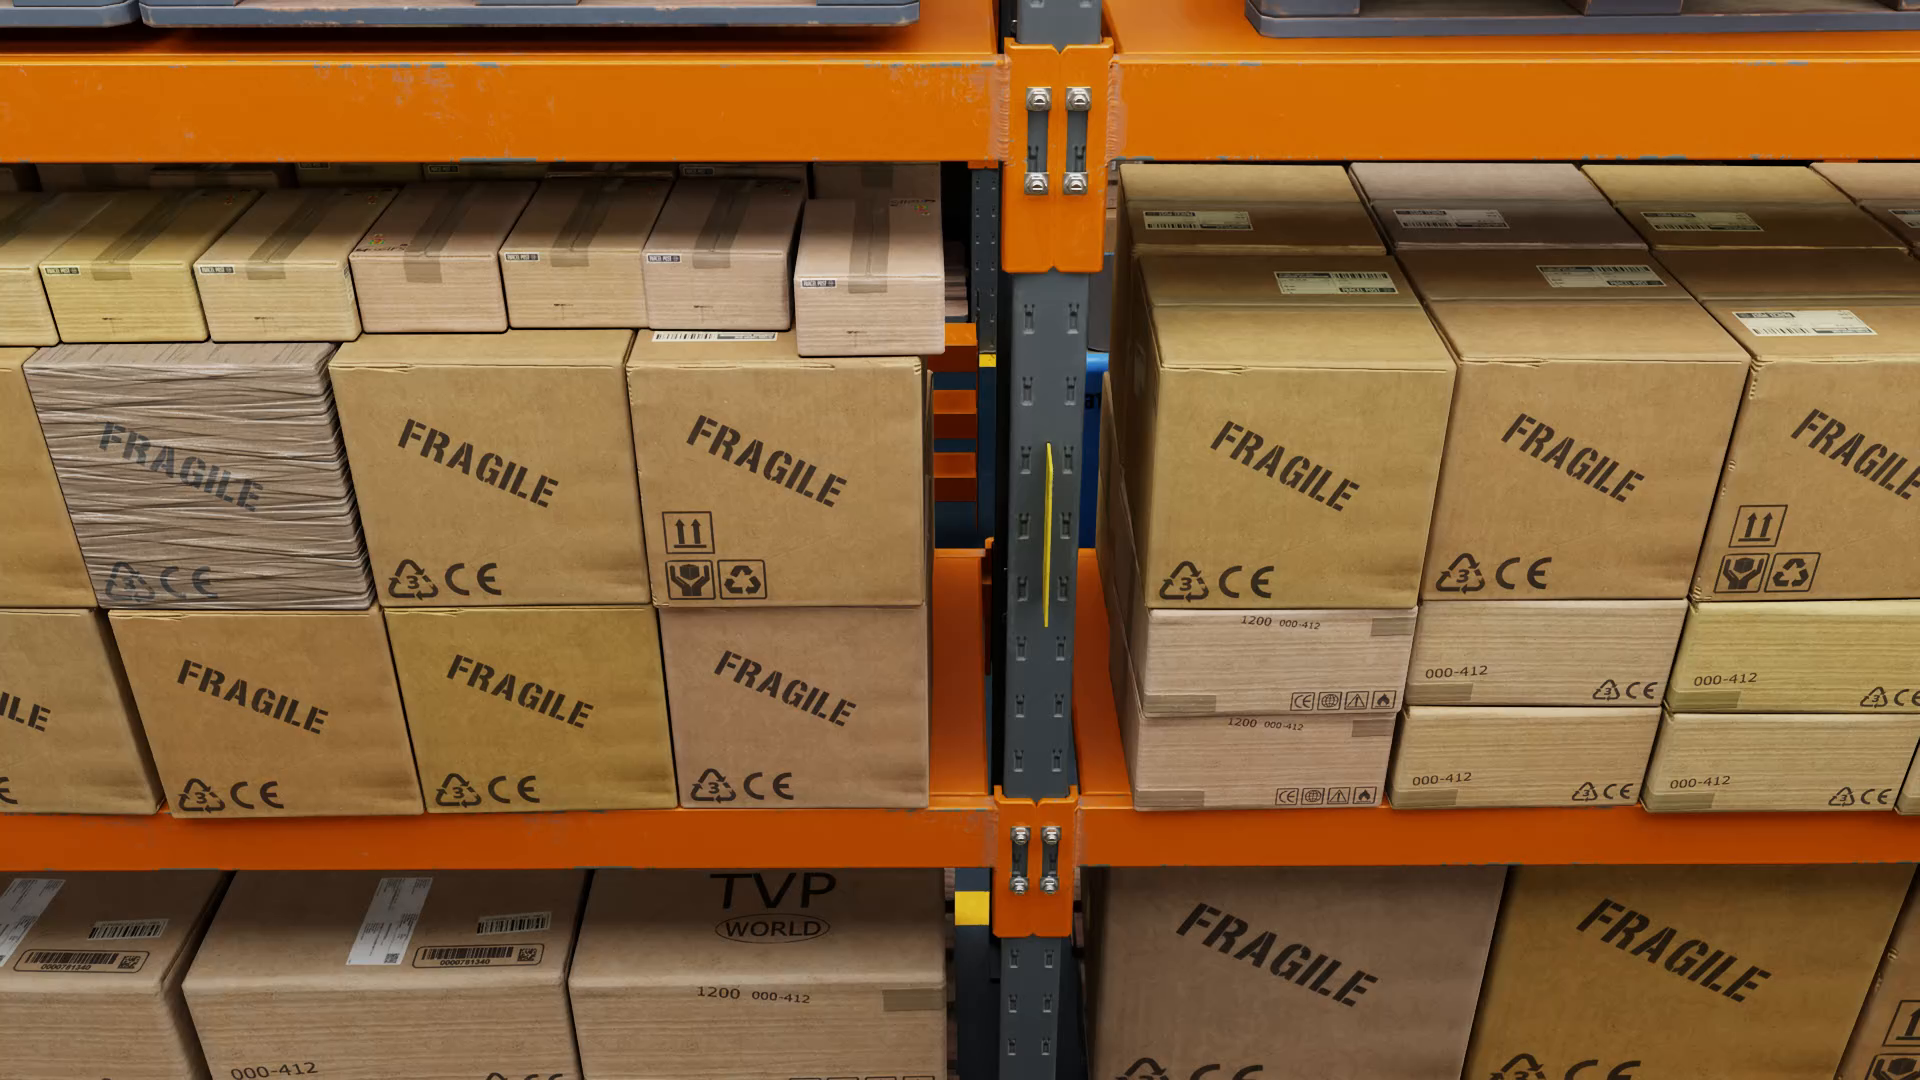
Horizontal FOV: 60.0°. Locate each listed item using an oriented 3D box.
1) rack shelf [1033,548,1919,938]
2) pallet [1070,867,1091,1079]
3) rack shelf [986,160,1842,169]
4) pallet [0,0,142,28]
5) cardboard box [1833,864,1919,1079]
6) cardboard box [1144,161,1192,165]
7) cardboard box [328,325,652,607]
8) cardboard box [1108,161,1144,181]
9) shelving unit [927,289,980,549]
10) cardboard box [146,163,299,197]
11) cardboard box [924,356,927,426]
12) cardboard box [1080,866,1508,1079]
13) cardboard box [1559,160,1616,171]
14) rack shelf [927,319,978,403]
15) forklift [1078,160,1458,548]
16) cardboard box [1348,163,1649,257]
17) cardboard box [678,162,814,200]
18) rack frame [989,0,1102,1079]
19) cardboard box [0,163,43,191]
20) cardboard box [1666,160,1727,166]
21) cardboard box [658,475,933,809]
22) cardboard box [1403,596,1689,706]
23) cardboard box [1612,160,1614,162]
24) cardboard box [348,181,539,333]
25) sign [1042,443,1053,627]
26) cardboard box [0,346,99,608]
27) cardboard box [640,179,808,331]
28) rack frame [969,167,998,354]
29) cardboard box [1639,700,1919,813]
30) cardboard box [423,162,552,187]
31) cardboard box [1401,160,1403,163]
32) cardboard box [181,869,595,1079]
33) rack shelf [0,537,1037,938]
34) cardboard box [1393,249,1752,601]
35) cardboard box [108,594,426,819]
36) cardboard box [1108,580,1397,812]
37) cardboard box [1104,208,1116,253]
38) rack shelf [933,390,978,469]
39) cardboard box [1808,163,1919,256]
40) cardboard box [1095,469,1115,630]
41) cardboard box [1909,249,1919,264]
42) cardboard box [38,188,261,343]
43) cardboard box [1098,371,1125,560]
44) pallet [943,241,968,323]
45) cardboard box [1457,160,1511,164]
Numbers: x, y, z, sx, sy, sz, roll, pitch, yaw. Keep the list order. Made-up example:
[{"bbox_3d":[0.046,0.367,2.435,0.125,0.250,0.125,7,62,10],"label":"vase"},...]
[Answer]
[{"bbox_3d":[2.150,0.411,3.874,4.000,0.370,1.077,0,31,0],"label":"rack shelf"},{"bbox_3d":[0.922,1.261,4.469,1.213,0.211,1.003,0,31,0],"label":"pallet"},{"bbox_3d":[2.117,-2.163,8.118,4.000,0.370,1.077,0,31,0],"label":"rack shelf"},{"bbox_3d":[-1.885,-1.135,2.923,1.213,0.211,1.003,0,31,0],"label":"pallet"},{"bbox_3d":[2.567,0.786,4.206,0.875,0.875,0.875,0,31,0],"label":"cardboard box"},{"bbox_3d":[1.010,-1.764,8.145,0.250,0.149,0.380,-2,31,-3],"label":"cardboard box"},{"bbox_3d":[-0.827,-0.218,3.158,0.500,0.500,0.500,-1,31,-1],"label":"cardboard box"},{"bbox_3d":[0.737,-1.869,8.031,0.250,0.149,0.380,-2,31,-3],"label":"cardboard box"},{"bbox_3d":[-0.054,-0.449,6.477,0.252,1.050,0.215,0,31,0],"label":"shelving unit"},{"bbox_3d":[-1.444,-0.741,3.394,0.250,0.149,0.380,0,31,0],"label":"cardboard box"},{"bbox_3d":[-0.327,-0.484,3.596,0.500,0.500,0.500,0,31,0],"label":"cardboard box"},{"bbox_3d":[0.770,0.795,4.191,0.875,0.875,0.875,1,31,1],"label":"cardboard box"},{"bbox_3d":[3.088,-1.738,8.102,0.250,0.149,0.380,-1,31,-2],"label":"cardboard box"},{"bbox_3d":[-0.053,-0.682,6.336,0.240,0.259,0.215,0,31,0],"label":"rack shelf"},{"bbox_3d":[1.770,-1.270,6.017,3.031,2.935,1.130,-2,31,-4],"label":"forklift"},{"bbox_3d":[1.113,-0.497,3.618,0.500,0.500,0.500,0,31,1],"label":"cardboard box"},{"bbox_3d":[-0.423,-0.762,3.429,0.250,0.149,0.380,0,31,0],"label":"cardboard box"},{"bbox_3d":[0.151,0.110,3.677,0.127,3.000,1.000,0,31,0],"label":"rack frame"},{"bbox_3d":[-1.954,-0.754,3.415,0.250,0.149,0.380,1,31,1],"label":"cardboard box"},{"bbox_3d":[3.624,-1.732,8.093,0.250,0.149,0.380,-2,31,-3],"label":"cardboard box"},{"bbox_3d":[-0.312,0.201,3.430,0.500,0.500,0.500,0,31,0],"label":"cardboard box"},{"bbox_3d":[1.113,0.089,3.374,0.500,0.250,0.500,0,31,0],"label":"cardboard box"},{"bbox_3d":[3.328,-2.039,8.598,0.250,0.149,0.380,1,31,1],"label":"cardboard box"},{"bbox_3d":[-0.922,-0.521,3.032,0.250,0.149,0.380,0,31,-1],"label":"cardboard box"},{"bbox_3d":[0.155,-0.006,2.957,0.005,0.325,0.100,0,31,0],"label":"sign"},{"bbox_3d":[-1.838,-0.214,3.151,0.500,0.500,0.500,0,31,0],"label":"cardboard box"},{"bbox_3d":[-0.420,-0.527,3.041,0.250,0.149,0.380,1,31,1],"label":"cardboard box"},{"bbox_3d":[0.117,-2.465,7.921,0.127,3.000,1.000,0,31,0],"label":"rack frame"},{"bbox_3d":[1.622,0.314,3.485,0.500,0.250,0.500,0,31,-1],"label":"cardboard box"},{"bbox_3d":[-0.927,-0.770,3.442,0.250,0.149,0.380,0,31,-1],"label":"cardboard box"},{"bbox_3d":[2.052,-1.769,8.153,0.250,0.149,0.380,0,31,0],"label":"cardboard box"},{"bbox_3d":[-1.373,0.975,4.316,0.875,0.438,0.875,-1,31,-2],"label":"cardboard box"},{"bbox_3d":[-1.849,0.424,3.853,4.000,0.370,1.077,0,31,0],"label":"rack shelf"},{"bbox_3d":[1.101,-0.228,3.175,0.500,0.500,0.500,0,31,-1],"label":"cardboard box"},{"bbox_3d":[-1.329,0.215,3.408,0.500,0.500,0.500,-1,31,-1],"label":"cardboard box"},{"bbox_3d":[0.592,0.310,3.493,0.500,0.250,0.500,-1,31,-1],"label":"cardboard box"},{"bbox_3d":[0.602,-1.460,8.270,0.500,0.500,0.500,1,31,2],"label":"cardboard box"},{"bbox_3d":[-0.054,-0.440,6.483,0.240,0.259,0.215,0,31,0],"label":"rack shelf"},{"bbox_3d":[2.138,-0.498,3.619,0.500,0.500,0.500,0,31,1],"label":"cardboard box"},{"bbox_3d":[0.598,0.042,3.934,0.500,0.250,0.500,-1,31,-1],"label":"cardboard box"},{"bbox_3d":[2.119,-0.234,3.183,0.500,0.500,0.500,-1,31,-1],"label":"cardboard box"},{"bbox_3d":[-1.434,-0.500,2.997,0.250,0.149,0.380,-1,31,-1],"label":"cardboard box"},{"bbox_3d":[0.590,-0.167,3.796,0.500,0.250,0.500,0,31,0],"label":"cardboard box"},{"bbox_3d":[-0.570,-1.271,8.641,1.213,0.211,1.003,0,31,0],"label":"pallet"},{"bbox_3d":[2.574,-1.759,8.138,0.250,0.149,0.380,-1,31,-1],"label":"cardboard box"}]
